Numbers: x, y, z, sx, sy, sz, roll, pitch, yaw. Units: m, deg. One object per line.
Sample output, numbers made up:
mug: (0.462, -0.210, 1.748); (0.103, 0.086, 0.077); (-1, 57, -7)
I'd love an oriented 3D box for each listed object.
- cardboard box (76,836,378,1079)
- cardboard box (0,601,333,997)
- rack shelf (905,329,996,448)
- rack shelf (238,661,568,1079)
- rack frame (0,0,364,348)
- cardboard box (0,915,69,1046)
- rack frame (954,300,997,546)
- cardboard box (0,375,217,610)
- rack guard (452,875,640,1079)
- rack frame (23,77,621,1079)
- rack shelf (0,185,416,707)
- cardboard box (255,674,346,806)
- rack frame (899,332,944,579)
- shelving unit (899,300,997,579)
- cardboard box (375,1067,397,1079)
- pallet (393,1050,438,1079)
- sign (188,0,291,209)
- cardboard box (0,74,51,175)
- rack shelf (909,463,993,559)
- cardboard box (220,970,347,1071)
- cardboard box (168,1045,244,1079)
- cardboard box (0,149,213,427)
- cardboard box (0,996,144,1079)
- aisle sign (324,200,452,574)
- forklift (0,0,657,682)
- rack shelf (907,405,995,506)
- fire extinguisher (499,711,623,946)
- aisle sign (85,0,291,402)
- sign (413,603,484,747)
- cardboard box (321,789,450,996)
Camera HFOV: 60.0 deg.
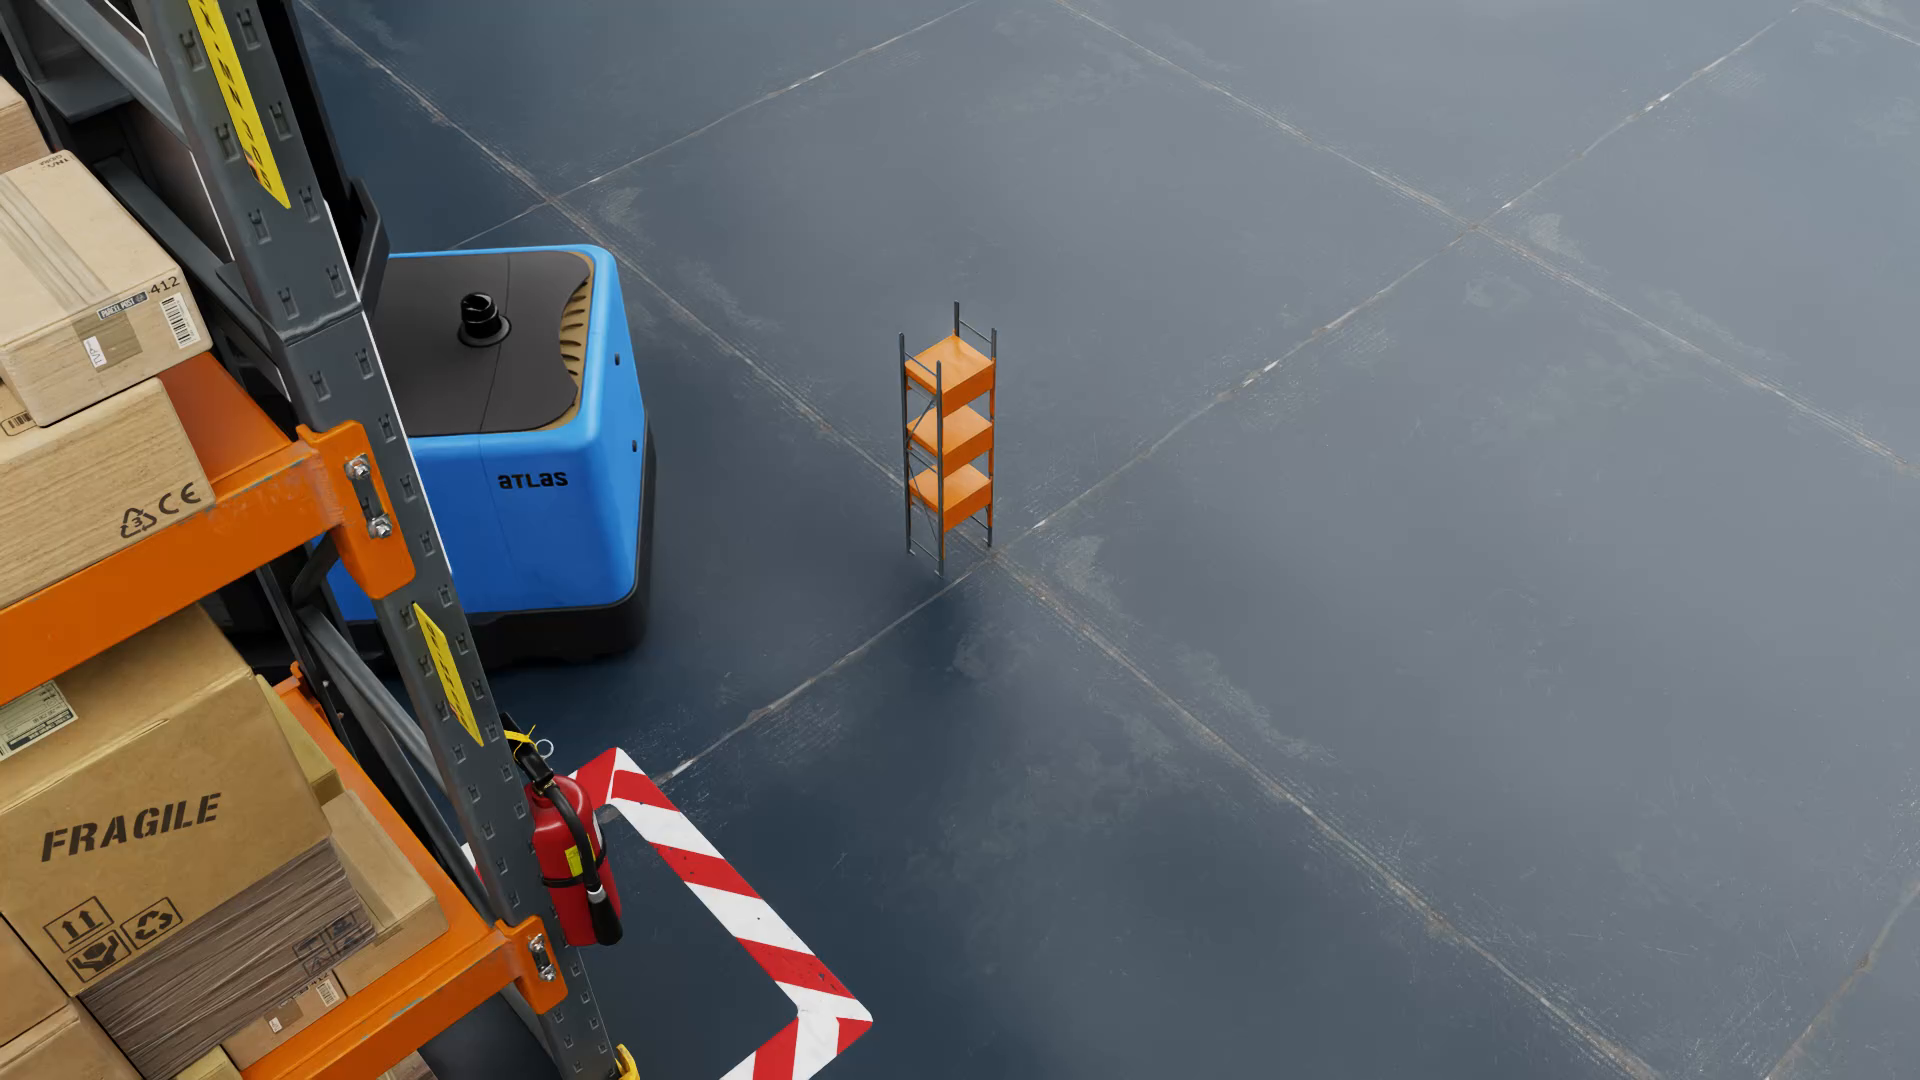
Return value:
cardboard box: (-1.699, 0.556, 3.426); (0.500, 0.500, 0.875); (-34, 56, -27)
cardboard box: (-1.514, 0.366, 2.920); (0.500, 0.500, 0.500); (-34, 56, -27)
rack shelf: (-0.040, -0.515, 5.639); (0.240, 0.259, 0.215); (-34, 56, -27)
rack shelf: (-2.753, 1.666, 3.161); (4.000, 0.370, 1.077); (-34, 56, -27)
rack frame: (-1.274, -1.601, 1.604); (0.127, 3.000, 1.000); (-34, 56, -27)
cardboard box: (-1.880, 0.616, 2.689); (0.500, 0.500, 0.500); (-34, 56, -27)
rack frame: (0.051, -0.390, 5.895); (0.008, 1.050, 0.200); (-34, 56, -27)
cardboard box: (-1.459, -0.156, 2.414); (0.500, 0.250, 0.500); (-33, 55, -26)
rack guard: (-1.330, 1.319, 4.693); (0.348, 0.500, 1.175); (-34, 56, -27)
rack frame: (-1.274, 0.434, 3.809); (0.127, 3.000, 1.000); (-34, 56, -27)
rack shelf: (-2.753, 0.649, 2.058); (4.000, 0.370, 1.077); (-34, 56, -27)
cardboard box: (-1.645, 0.530, 3.891); (0.250, 0.149, 0.380); (-34, 56, -27)
rack frame: (-0.130, -0.269, 5.784); (0.008, 1.050, 0.200); (-34, 56, -27)
shelving unit: (-0.040, -0.330, 5.840); (0.252, 1.050, 0.215); (-34, 56, -27)
cardboard box: (-1.747, 1.439, 4.297); (0.500, 0.500, 0.500); (-24, 52, -21)
pallet: (-1.955, 1.799, 4.446); (1.213, 0.211, 1.003); (-34, 56, -27)
sign: (-0.915, -0.572, 2.093); (0.005, 0.325, 0.100); (-34, 56, -27)
cardboard box: (-1.633, -0.657, 2.605); (0.250, 0.149, 0.380); (-34, 56, -27)
rack shelf: (-0.040, -0.134, 6.052); (0.240, 0.259, 0.215); (-34, 56, -27)
cardboard box: (-1.531, 0.895, 3.554); (0.250, 0.149, 0.380); (-34, 56, -27)
cardboard box: (-1.681, 1.047, 3.414); (0.250, 0.149, 0.380); (-34, 56, -27)
cardboard box: (-1.269, -0.361, 2.332); (0.250, 0.149, 0.380); (-34, 56, -27)
cardboard box: (-1.988, 0.868, 3.137); (0.500, 0.500, 0.875); (-34, 56, -27)
aisle sign: (-1.026, -0.315, 2.731); (0.004, 0.787, 0.394); (-34, 56, -27)
forklift: (-2.649, -0.852, 5.042); (3.031, 2.935, 1.130); (-4, 47, -3)
rack shelf: (-0.040, -0.322, 5.848); (0.240, 0.259, 0.215); (-34, 56, -27)
fire extinguisher: (-0.879, 0.654, 3.658); (0.183, 0.674, 0.296); (-34, 56, -27)
aisle sign: (-1.430, -0.642, 3.032); (0.004, 0.787, 0.394); (-34, 56, -27)
sign: (-0.915, 0.246, 2.980); (0.005, 0.325, 0.100); (-34, 56, -27)
cardboard box: (-1.346, 0.772, 3.668); (0.250, 0.149, 0.380); (-34, 56, -27)
